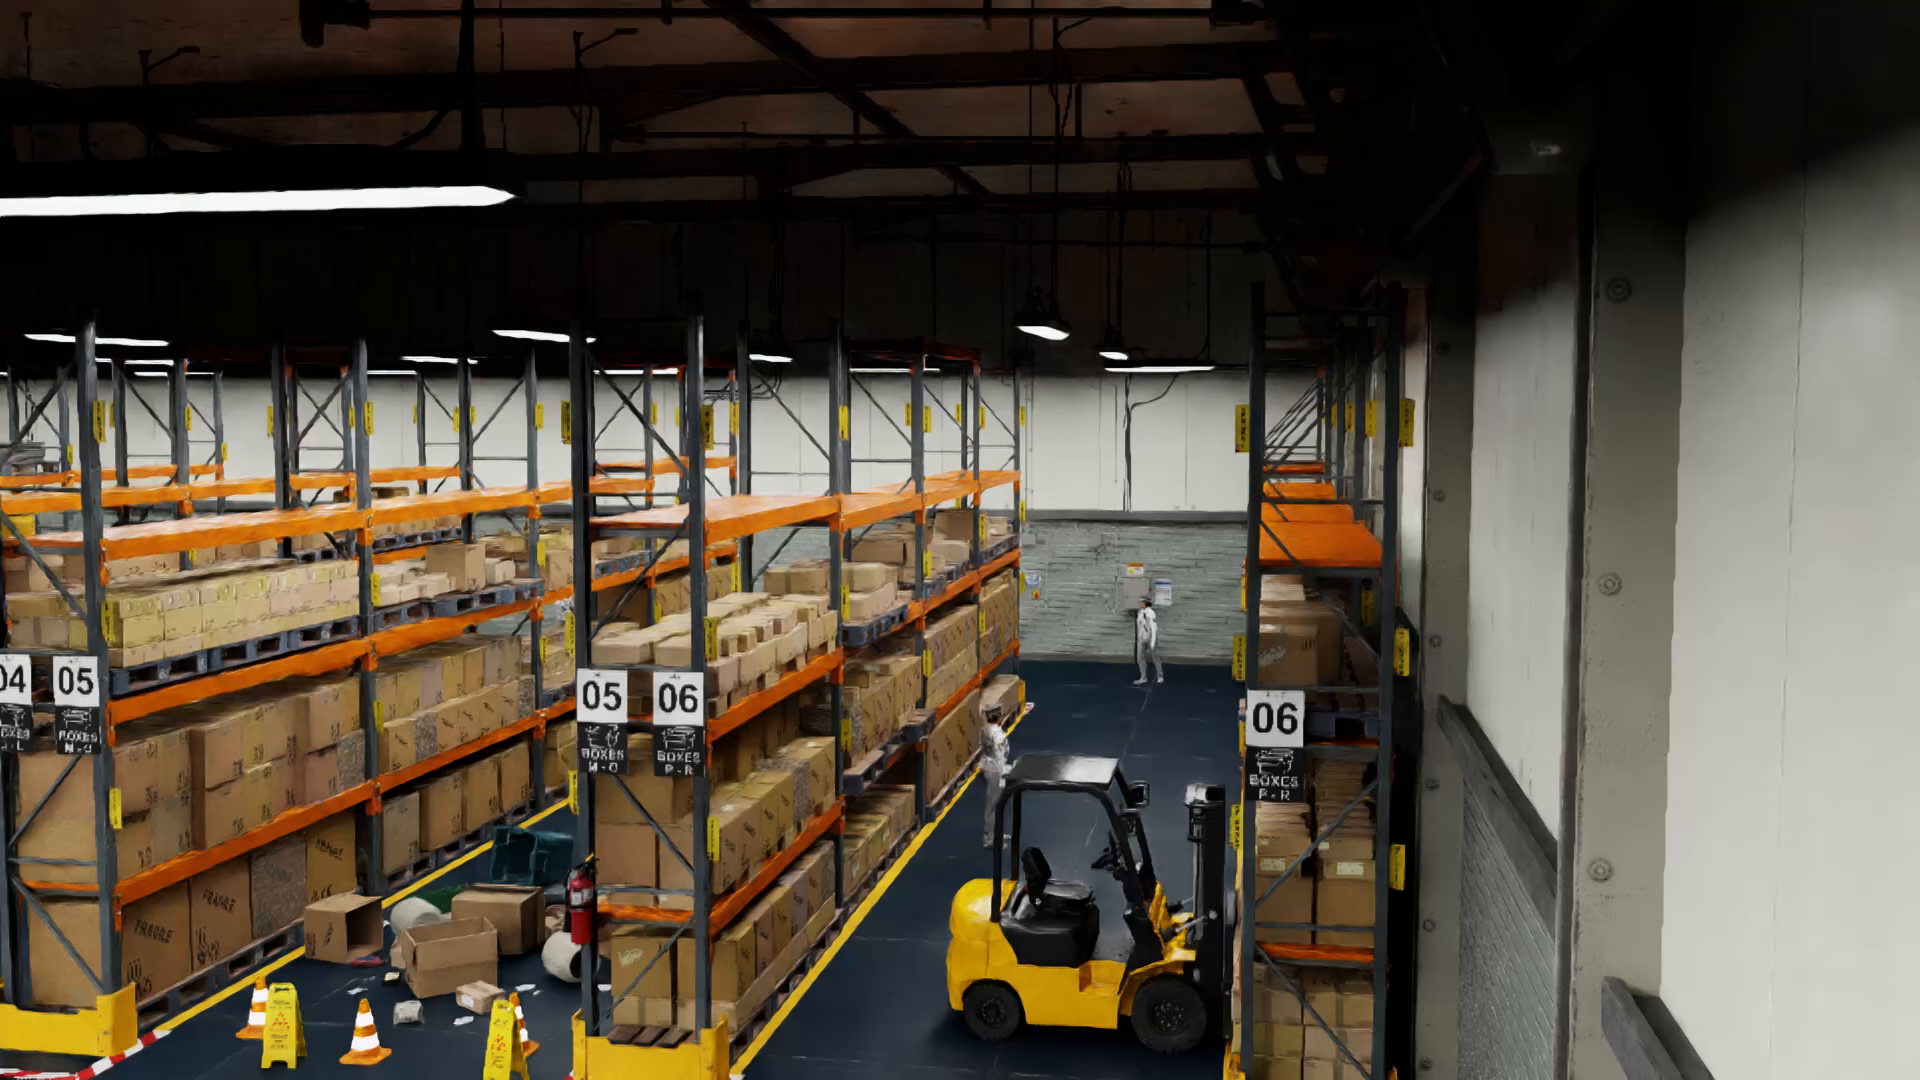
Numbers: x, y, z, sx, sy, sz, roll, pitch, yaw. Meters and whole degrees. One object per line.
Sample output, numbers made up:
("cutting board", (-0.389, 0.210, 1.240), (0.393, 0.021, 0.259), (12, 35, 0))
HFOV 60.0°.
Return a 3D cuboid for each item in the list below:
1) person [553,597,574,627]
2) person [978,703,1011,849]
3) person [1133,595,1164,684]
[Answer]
("person", (-8.066, 1.608, 34.181), (0.498, 1.612, 0.938), (3, 5, 31))
("person", (0.430, 2.749, 19.515), (0.416, 1.676, 0.537), (-2, 5, -19))
("person", (3.534, 1.846, 31.039), (0.568, 1.661, 0.507), (-3, 5, -32))
